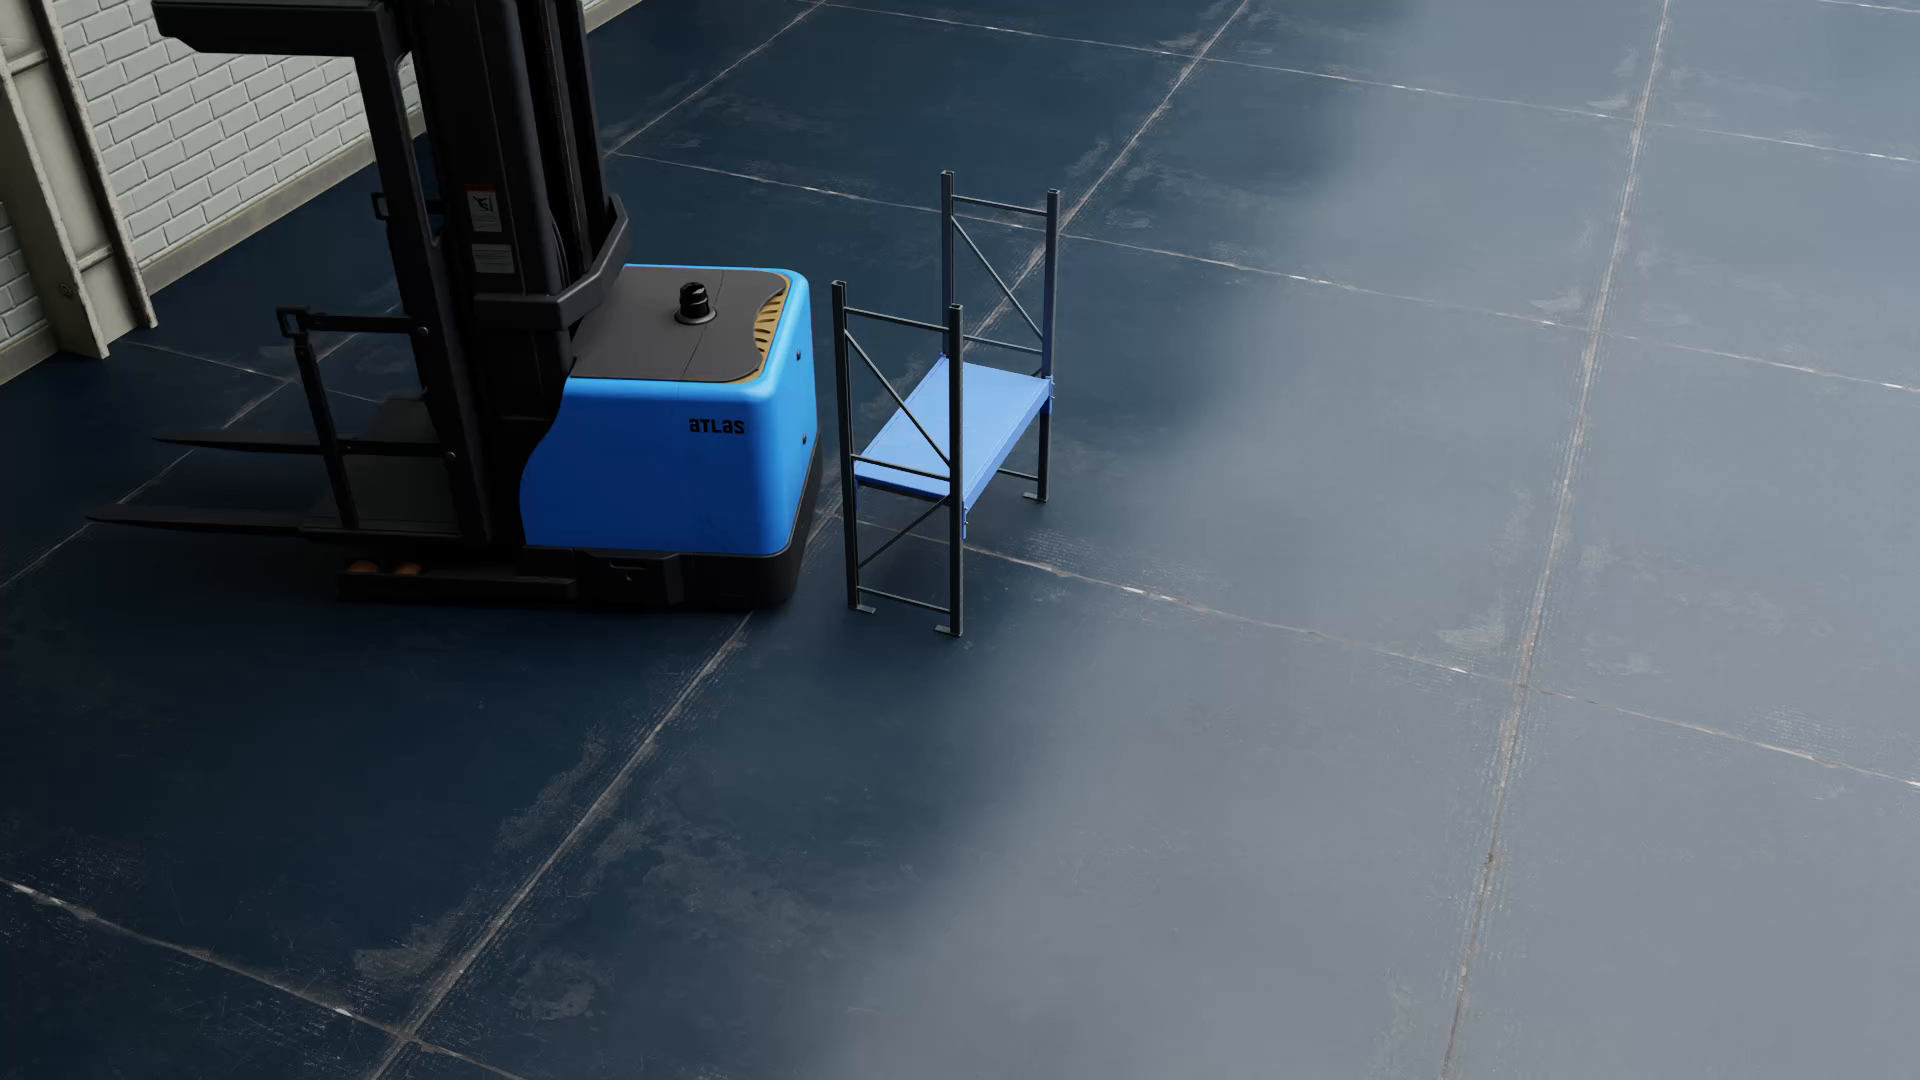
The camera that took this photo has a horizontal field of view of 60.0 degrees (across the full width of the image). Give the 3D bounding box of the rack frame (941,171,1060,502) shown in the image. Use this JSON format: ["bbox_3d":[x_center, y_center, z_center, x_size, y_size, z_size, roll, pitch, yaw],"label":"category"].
[{"bbox_3d":[0.161,-0.835,7.114,0.500,1.500,0.032,14,39,18],"label":"rack frame"}]

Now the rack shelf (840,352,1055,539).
[{"bbox_3d":[-0.032,-0.409,6.845,0.538,0.185,1.000,14,39,18],"label":"rack shelf"}]

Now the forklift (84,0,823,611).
[{"bbox_3d":[-2.162,-1.229,6.446,3.031,2.935,1.130,2,37,3],"label":"forklift"}]

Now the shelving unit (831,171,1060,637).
[{"bbox_3d":[-0.032,-0.554,6.738,0.538,1.500,1.048,14,39,18],"label":"shelving unit"}]

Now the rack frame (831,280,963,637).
[{"bbox_3d":[-0.226,-0.272,6.361,0.500,1.500,0.032,14,39,18],"label":"rack frame"}]

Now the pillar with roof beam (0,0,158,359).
[{"bbox_3d":[-0.464,-3.690,4.671,9.100,9.000,0.400,14,39,18],"label":"pillar with roof beam"}]
